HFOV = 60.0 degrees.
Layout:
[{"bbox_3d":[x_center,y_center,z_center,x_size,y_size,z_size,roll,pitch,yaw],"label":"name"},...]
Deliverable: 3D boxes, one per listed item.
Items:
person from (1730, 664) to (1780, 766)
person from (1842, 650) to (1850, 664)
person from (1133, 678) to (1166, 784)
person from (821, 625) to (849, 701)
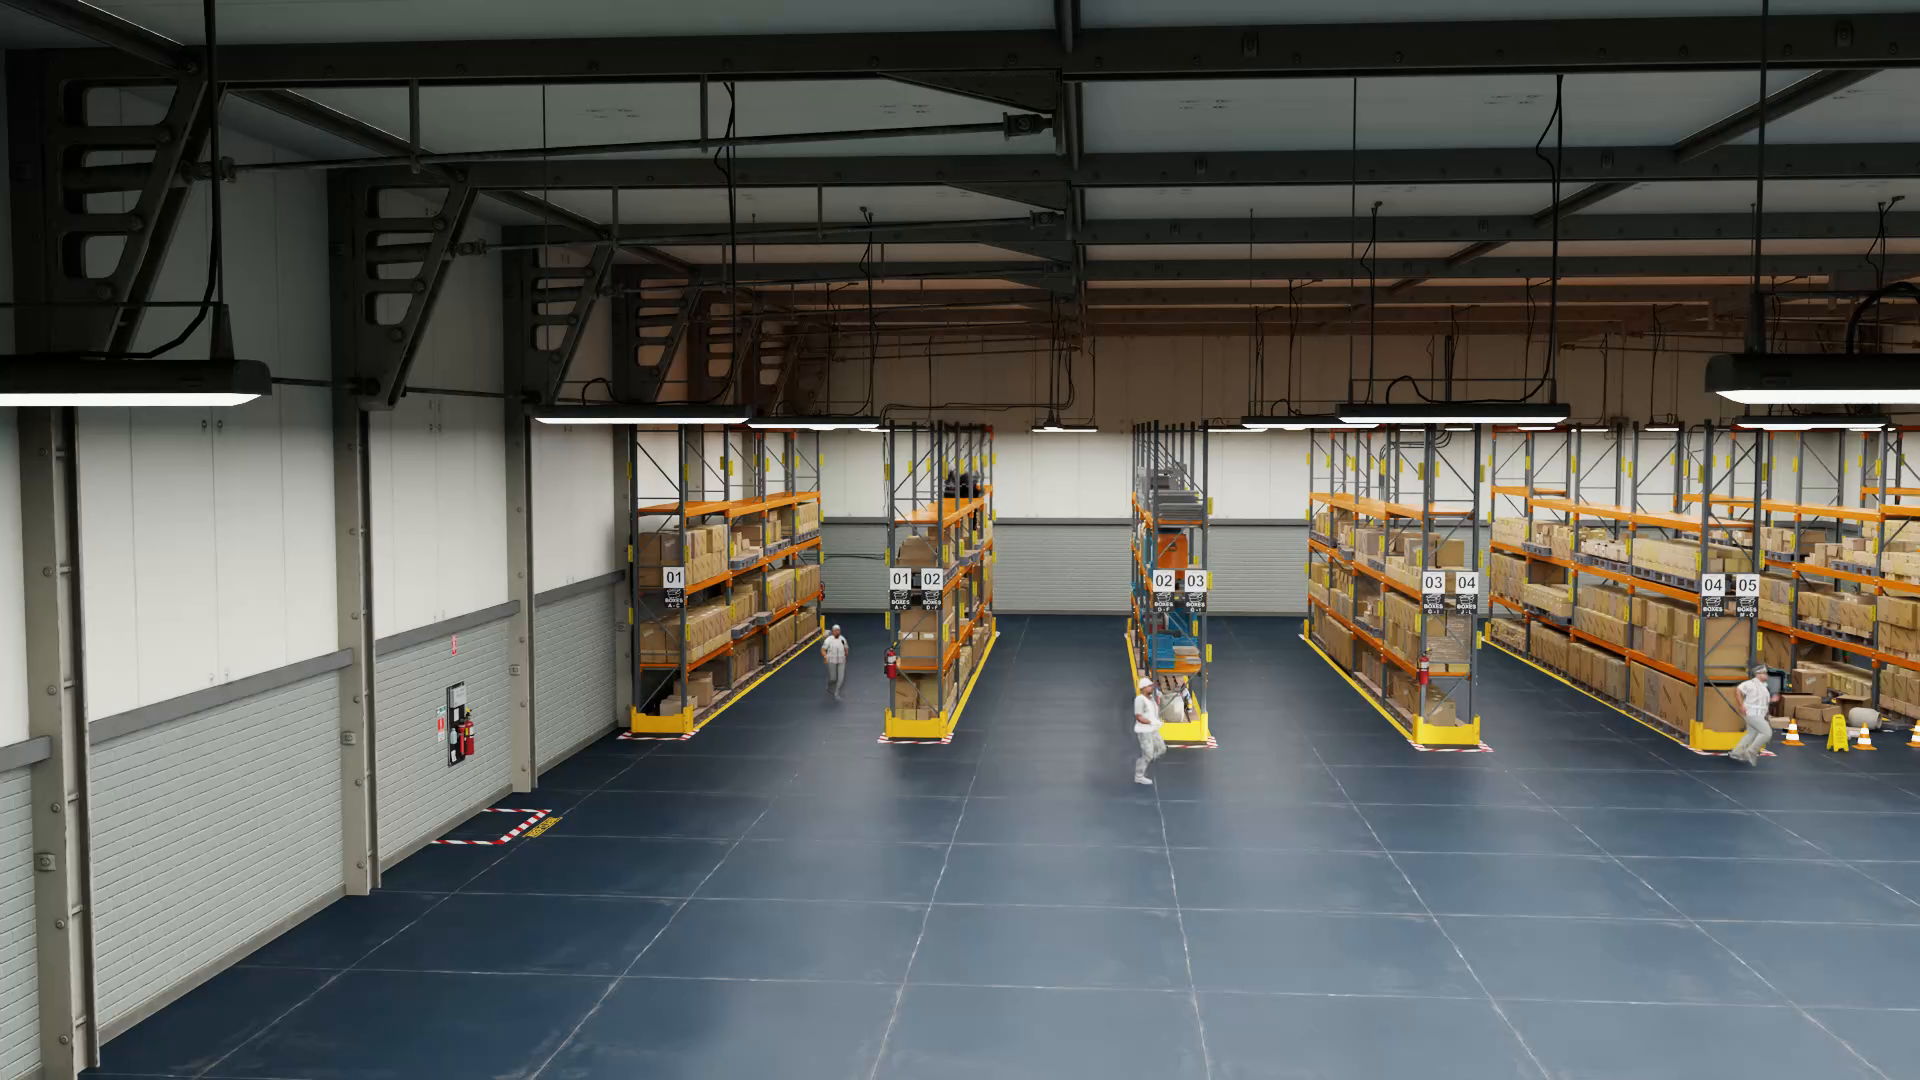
[{"bbox_3d":[13.769,3.025,28.798,0.775,1.772,0.639,3,5,43],"label":"person"},{"bbox_3d":[21.233,2.300,40.052,0.674,1.821,0.673,0,4,4],"label":"person"},{"bbox_3d":[3.110,3.126,27.227,0.579,1.739,0.678,2,4,29],"label":"person"},{"bbox_3d":[-2.685,2.648,35.937,0.598,1.627,0.551,-1,4,-17],"label":"person"}]
